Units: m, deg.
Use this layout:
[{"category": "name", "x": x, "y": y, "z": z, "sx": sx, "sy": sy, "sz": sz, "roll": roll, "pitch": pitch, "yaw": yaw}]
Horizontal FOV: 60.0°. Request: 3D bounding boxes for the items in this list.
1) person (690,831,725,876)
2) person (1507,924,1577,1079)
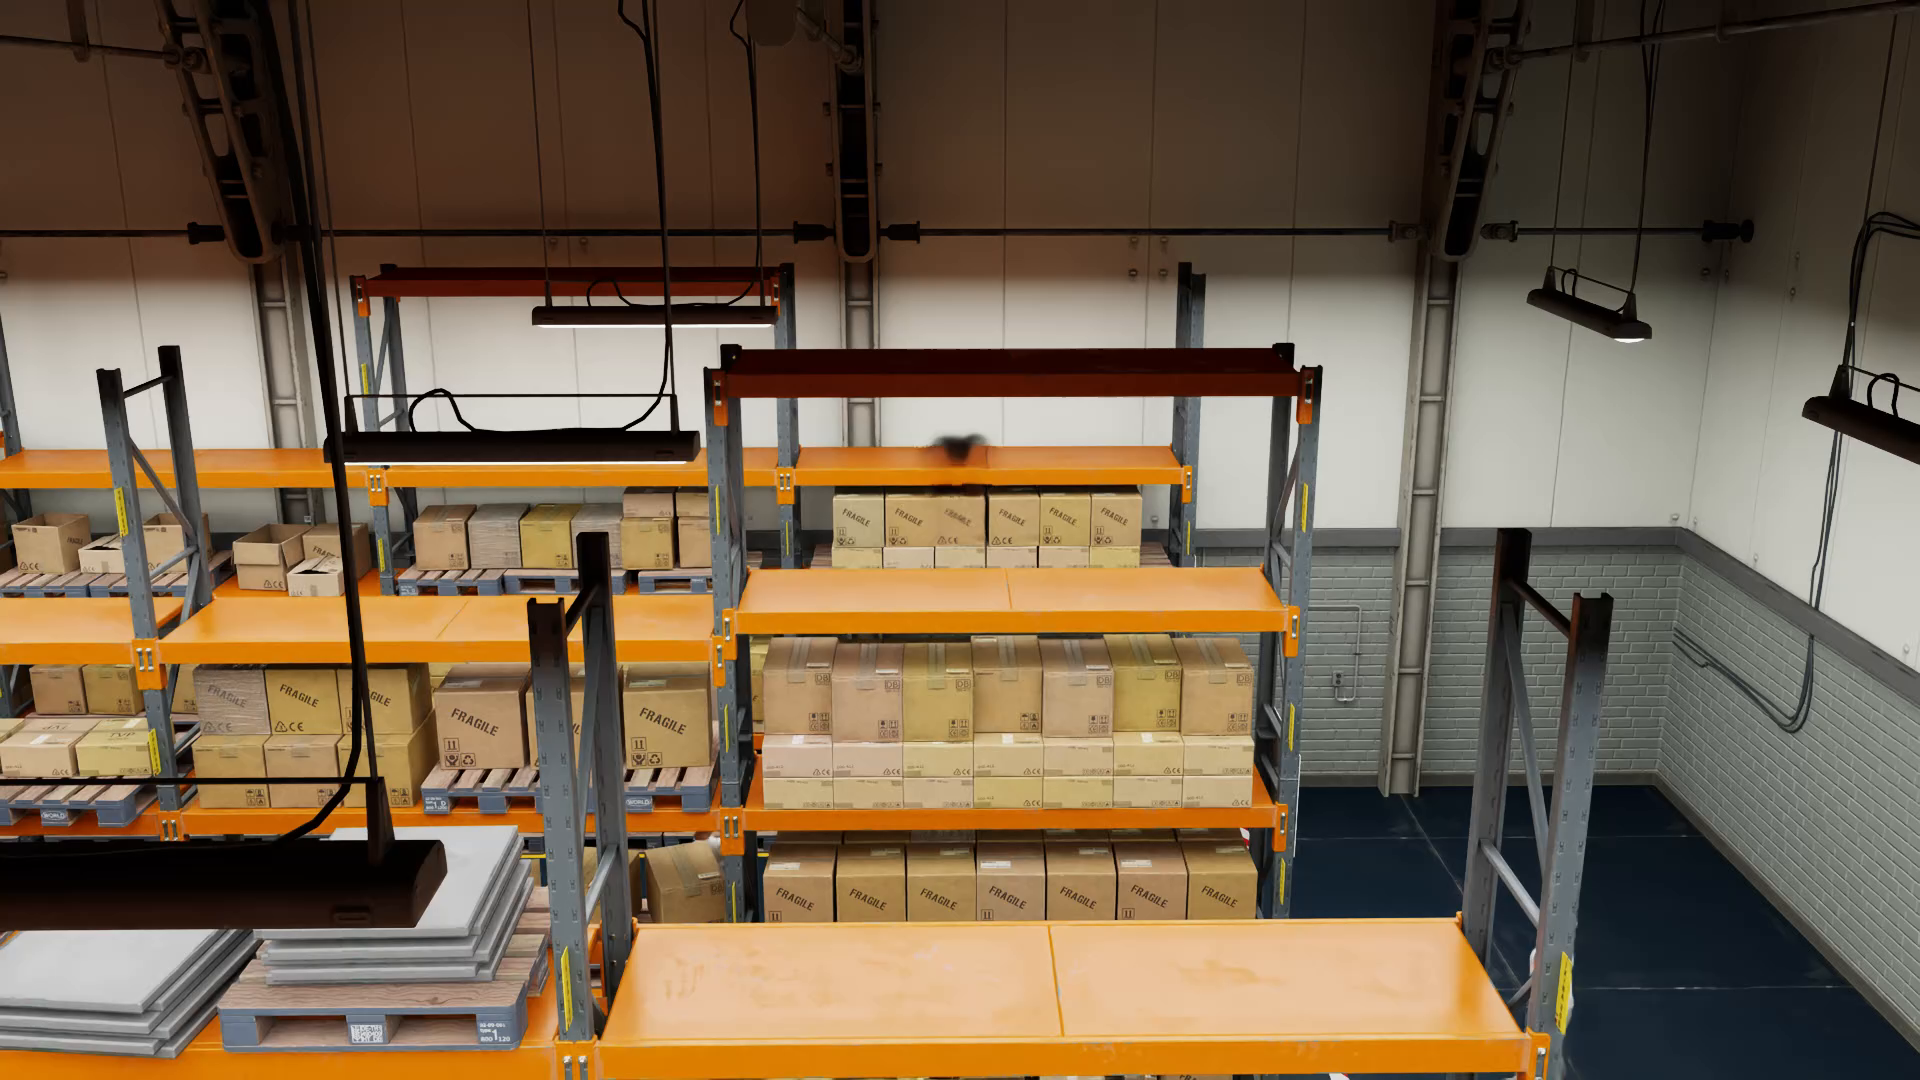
[{"category": "person", "x": -2.171, "y": 3.162, "z": 14.598, "sx": 0.636, "sy": 1.778, "sz": 0.432, "roll": -5, "pitch": 17, "yaw": -18}, {"category": "person", "x": 4.562, "y": 3.655, "z": 13.020, "sx": 0.438, "sy": 1.704, "sz": 0.540, "roll": -1, "pitch": 16, "yaw": -4}]
